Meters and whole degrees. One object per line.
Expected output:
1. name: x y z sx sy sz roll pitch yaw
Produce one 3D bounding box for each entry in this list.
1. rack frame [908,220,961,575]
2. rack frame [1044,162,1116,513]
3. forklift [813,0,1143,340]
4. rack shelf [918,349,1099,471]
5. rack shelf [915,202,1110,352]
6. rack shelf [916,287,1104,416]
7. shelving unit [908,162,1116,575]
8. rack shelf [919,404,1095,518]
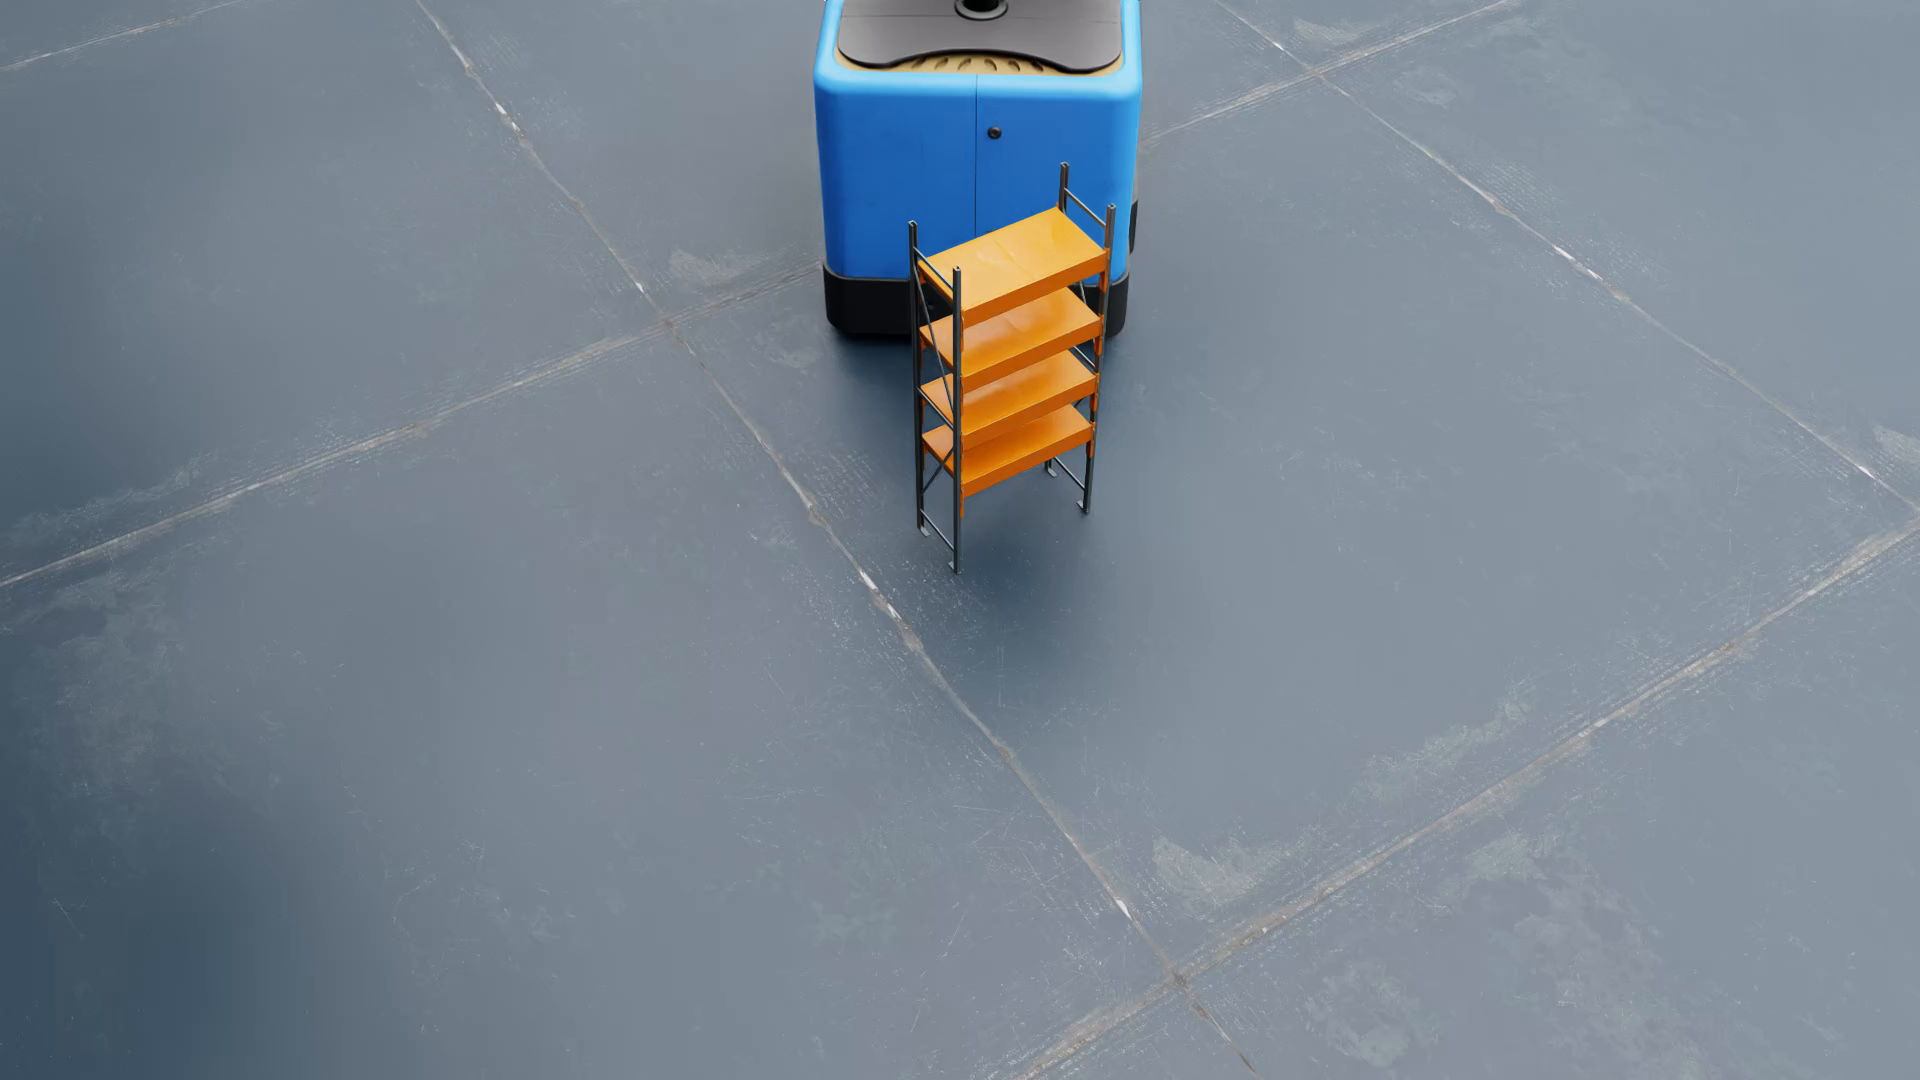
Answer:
1. rack frame: -0.066 -0.368 4.774 0.015 1.200 0.240 -25 53 -21
2. rack frame: 0.346 -0.562 4.947 0.015 1.200 0.240 -25 53 -21
3. forklift: 0.119 -2.763 5.748 1.130 2.935 3.031 2 48 2
4. rack shelf: 0.140 -0.420 4.911 0.480 0.148 0.258 -25 53 -21
5. rack shelf: 0.140 -0.726 4.567 0.480 0.148 0.258 -25 53 -21
6. rack shelf: 0.140 -0.569 4.744 0.480 0.148 0.258 -25 53 -21
7. shelving unit: 0.140 -0.465 4.861 0.503 1.200 0.258 -25 53 -21
8. rack shelf: 0.140 -0.288 5.059 0.480 0.148 0.258 -25 53 -21
